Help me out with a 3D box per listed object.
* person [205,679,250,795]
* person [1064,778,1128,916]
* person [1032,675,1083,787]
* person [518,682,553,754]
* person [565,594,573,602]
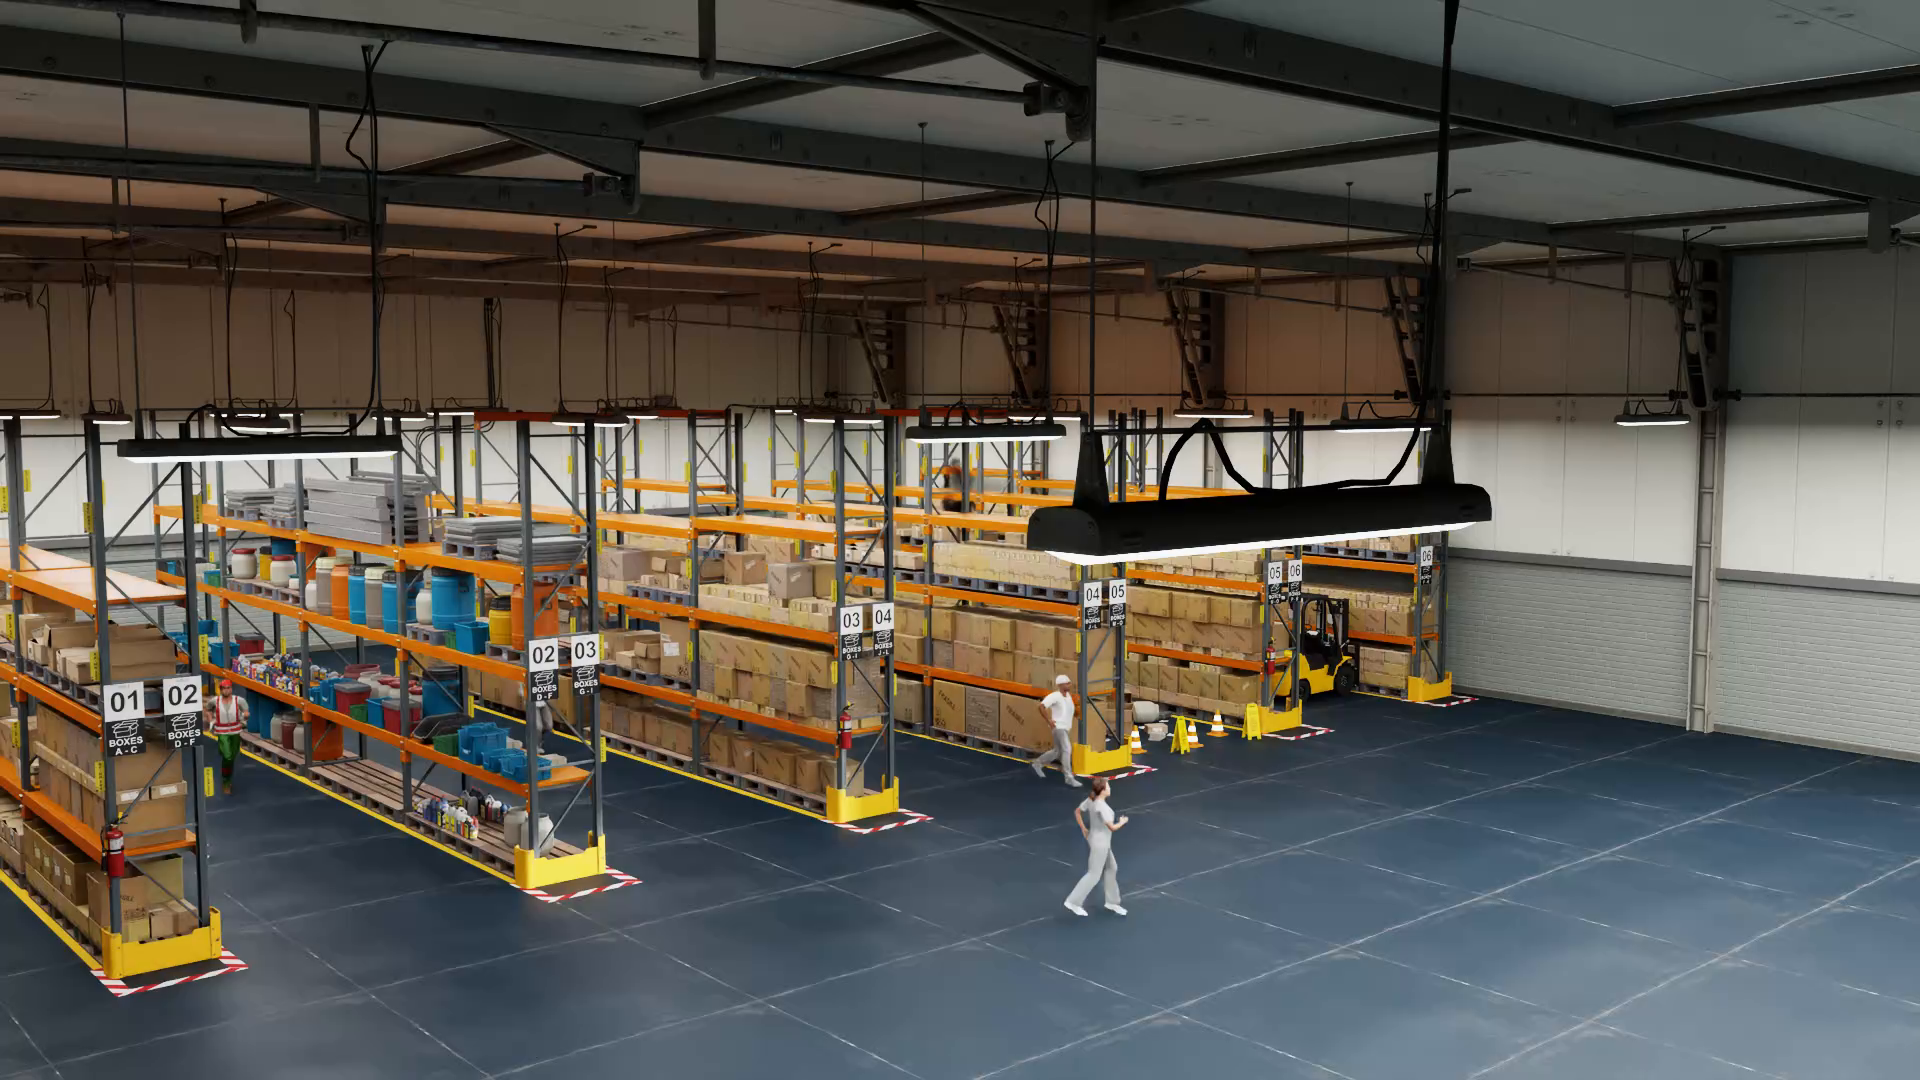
[{"bbox_3d":[-11.640,3.128,26.502,0.615,1.850,0.775,-4,6,-36],"label":"person"},{"bbox_3d":[1.650,3.721,20.073,0.832,1.721,0.566,-1,5,-13],"label":"person"},{"bbox_3d":[1.631,3.069,27.059,0.970,1.747,0.731,3,6,28],"label":"person"},{"bbox_3d":[-7.445,2.897,29.314,0.656,1.722,0.606,-4,7,-41],"label":"person"},{"bbox_3d":[-9.450,2.023,40.029,0.654,1.602,0.666,1,5,16],"label":"person"}]
